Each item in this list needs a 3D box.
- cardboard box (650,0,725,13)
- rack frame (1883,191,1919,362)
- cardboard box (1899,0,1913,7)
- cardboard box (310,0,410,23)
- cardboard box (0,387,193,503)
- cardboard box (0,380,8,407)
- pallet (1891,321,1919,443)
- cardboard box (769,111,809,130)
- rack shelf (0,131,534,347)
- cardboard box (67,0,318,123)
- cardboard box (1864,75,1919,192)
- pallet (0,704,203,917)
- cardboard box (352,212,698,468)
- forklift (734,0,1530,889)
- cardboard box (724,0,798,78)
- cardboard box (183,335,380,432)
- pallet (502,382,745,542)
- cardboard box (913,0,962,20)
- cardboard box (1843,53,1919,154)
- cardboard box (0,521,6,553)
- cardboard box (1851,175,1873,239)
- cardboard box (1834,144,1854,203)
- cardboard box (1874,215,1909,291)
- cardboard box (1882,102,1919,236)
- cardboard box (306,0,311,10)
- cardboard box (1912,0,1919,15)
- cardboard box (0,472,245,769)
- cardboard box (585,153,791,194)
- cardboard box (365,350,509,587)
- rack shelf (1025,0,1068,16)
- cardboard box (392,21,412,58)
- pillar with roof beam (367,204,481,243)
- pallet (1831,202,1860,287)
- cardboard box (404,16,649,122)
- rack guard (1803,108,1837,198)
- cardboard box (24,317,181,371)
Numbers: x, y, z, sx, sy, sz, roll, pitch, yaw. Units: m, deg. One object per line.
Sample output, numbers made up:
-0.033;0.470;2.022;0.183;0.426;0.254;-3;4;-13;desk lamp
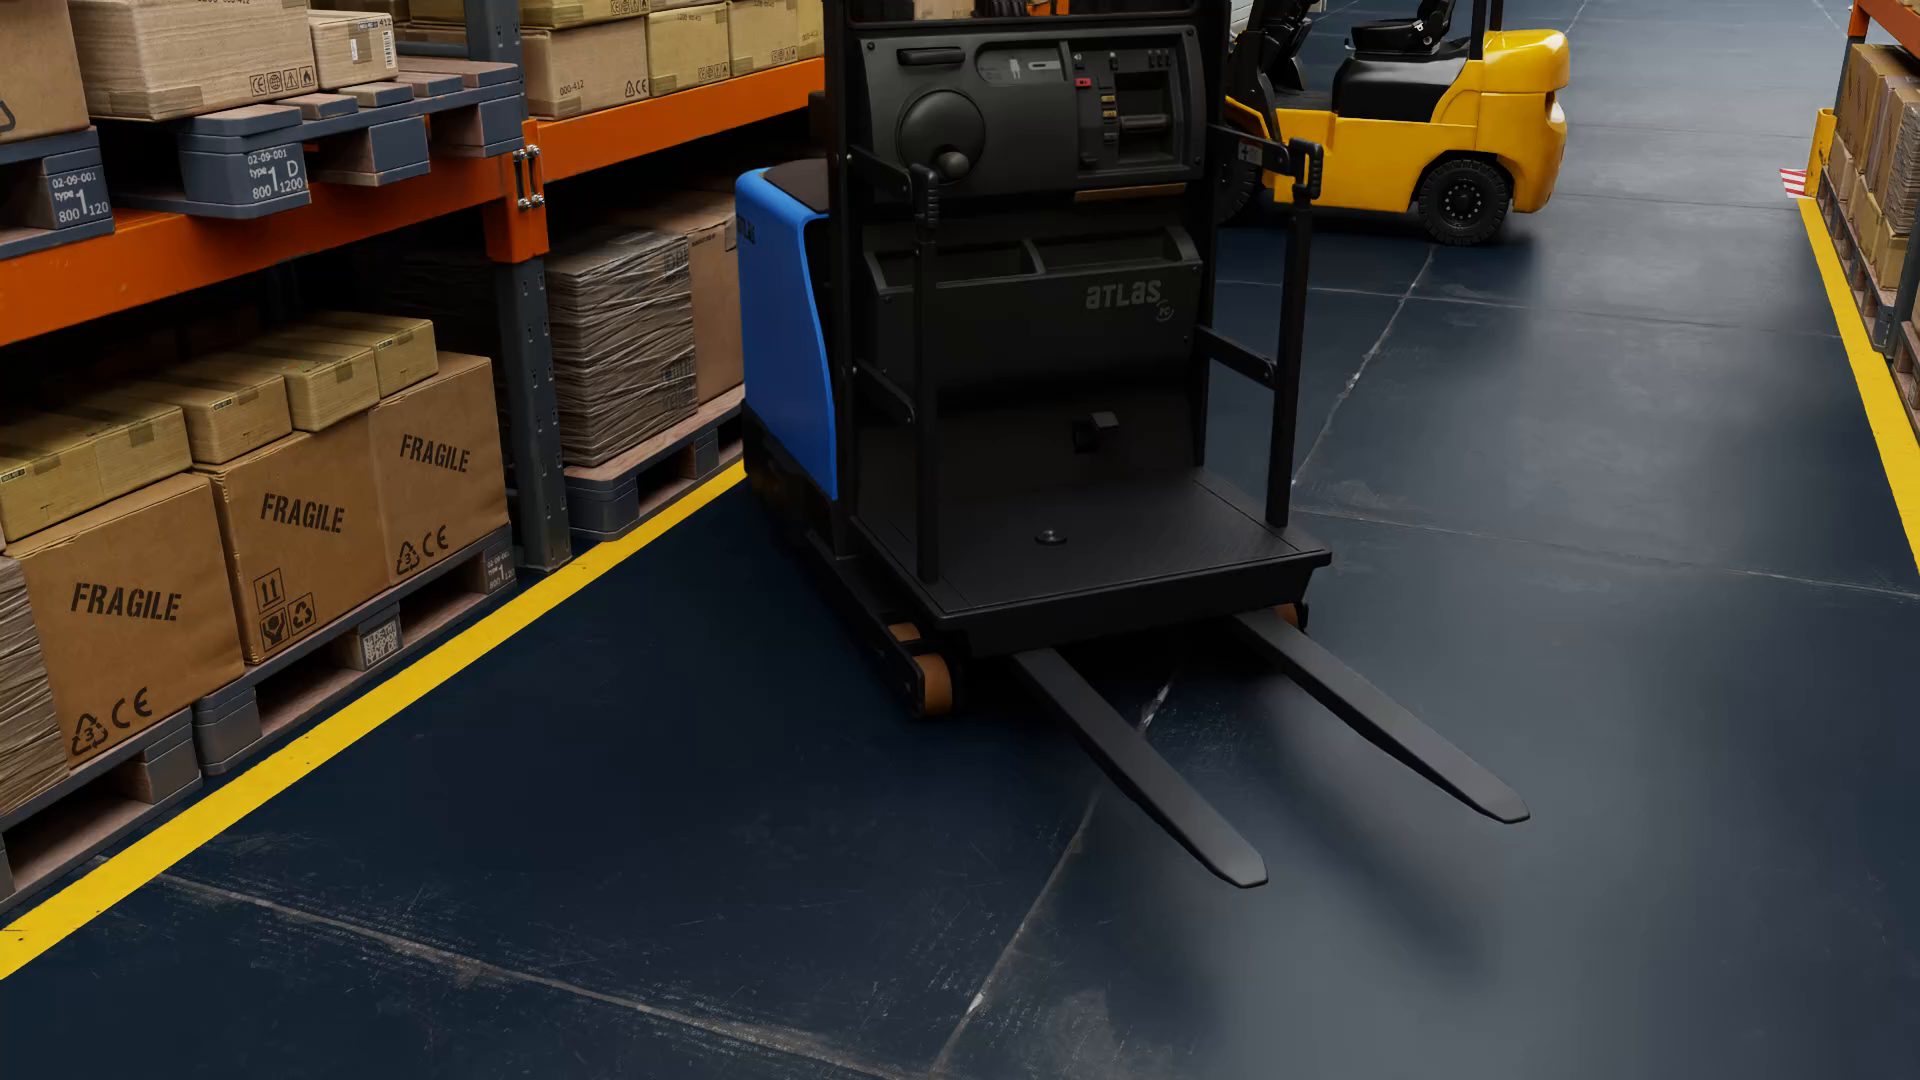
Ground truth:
-1.094;-1.835;5.297;0.500;0.250;0.500;10;25;22;cardboard box
4.423;-2.093;6.368;1.000;3.000;0.127;9;24;20;rack frame
4.818;-2.684;8.110;0.380;0.149;0.250;9;24;21;cardboard box
-1.764;-1.733;5.052;0.500;0.250;0.500;9;24;21;cardboard box
-1.973;-0.219;3.740;0.380;0.149;0.250;10;24;22;cardboard box
-2.485;-0.293;3.916;0.380;0.149;0.250;8;24;18;cardboard box
4.135;-0.527;6.238;1.003;0.211;1.213;9;24;20;pallet
-0.371;-1.712;7.992;0.875;0.625;0.625;10;25;22;cardboard box
-2.416;-0.323;3.065;1.077;0.370;4.000;9;24;20;rack shelf
-1.764;-1.071;3.573;0.500;0.250;0.500;8;24;18;cardboard box
4.769;-1.979;8.146;0.500;0.500;0.500;10;25;23;cardboard box
-2.440;0.613;3.509;1.003;0.211;1.213;9;24;20;pallet
-1.429;-0.690;5.546;0.875;0.625;0.625;10;25;22;cardboard box
0.281;-1.086;4.048;1.130;2.935;3.031;-9;24;-20;forklift
-0.905;-1.790;5.838;0.500;0.250;0.500;8;24;18;cardboard box
-1.694;-0.395;4.161;0.380;0.149;0.250;7;24;17;cardboard box
-1.331;-0.373;5.869;1.003;0.211;1.213;9;24;20;pallet
-0.313;-2.334;7.141;0.500;0.250;0.500;9;24;20;cardboard box
5.154;-2.350;9.033;0.500;0.500;0.500;8;24;18;cardboard box
-2.140;-0.027;3.279;0.380;0.149;0.250;8;24;18;cardboard box
4.774;-1.641;8.310;0.500;0.250;0.500;9;24;21;cardboard box
5.155;-2.019;9.213;0.500;0.250;0.500;10;25;22;cardboard box
4.393;-1.268;7.416;0.500;0.250;0.500;10;25;22;cardboard box
4.393;-1.614;7.272;0.500;0.500;0.500;8;24;19;cardboard box
-2.009;-1.449;4.152;0.500;0.500;0.500;10;25;23;cardboard box
4.633;-2.500;7.668;0.380;0.149;0.250;8;24;19;cardboard box
-2.018;0.136;3.730;0.500;0.500;0.500;10;25;22;cardboard box
-0.943;-1.166;6.685;0.875;0.625;0.625;8;24;18;cardboard box
-1.631;-0.229;4.605;0.500;0.500;0.500;10;24;22;cardboard box
0.556;-3.186;9.919;1.077;0.370;4.000;9;24;20;rack shelf
-1.744;-1.499;5.141;0.500;0.250;0.500;8;24;19;cardboard box
1.971;-4.118;3.434;9.100;9.000;0.400;9;24;20;pillar with roof beam
5.091;-1.490;8.542;1.003;0.211;1.213;9;24;20;pallet
-1.281;-1.425;4.965;0.500;0.250;0.500;9;24;20;cardboard box
5.880;-2.344;10.212;1.175;0.500;0.348;9;24;20;rack guard
-2.280;-0.477;4.357;0.380;0.149;0.250;10;25;22;cardboard box
